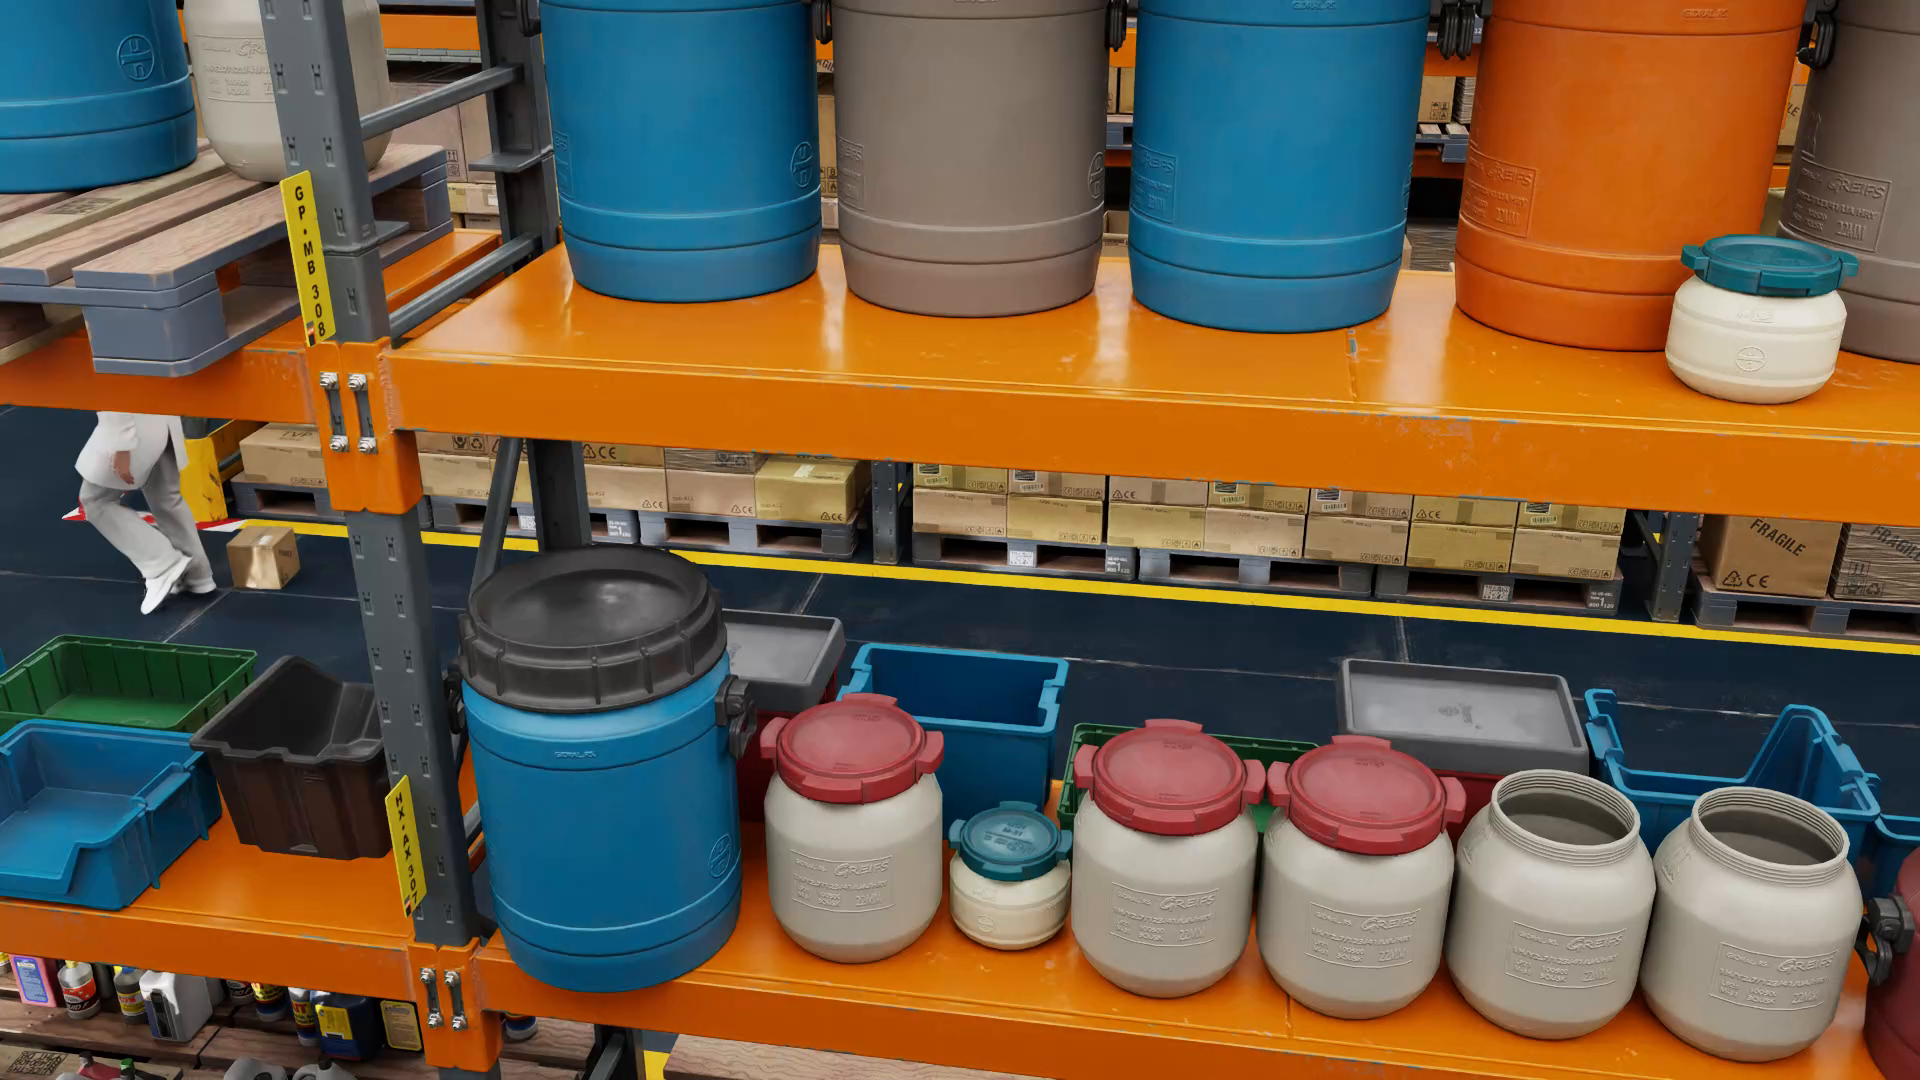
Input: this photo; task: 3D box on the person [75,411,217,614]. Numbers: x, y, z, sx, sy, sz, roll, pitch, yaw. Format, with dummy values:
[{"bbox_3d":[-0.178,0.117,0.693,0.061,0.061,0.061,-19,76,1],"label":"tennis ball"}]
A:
[{"bbox_3d":[-4.084,-0.516,8.215,0.484,1.810,0.620,3,25,6],"label":"person"}]
